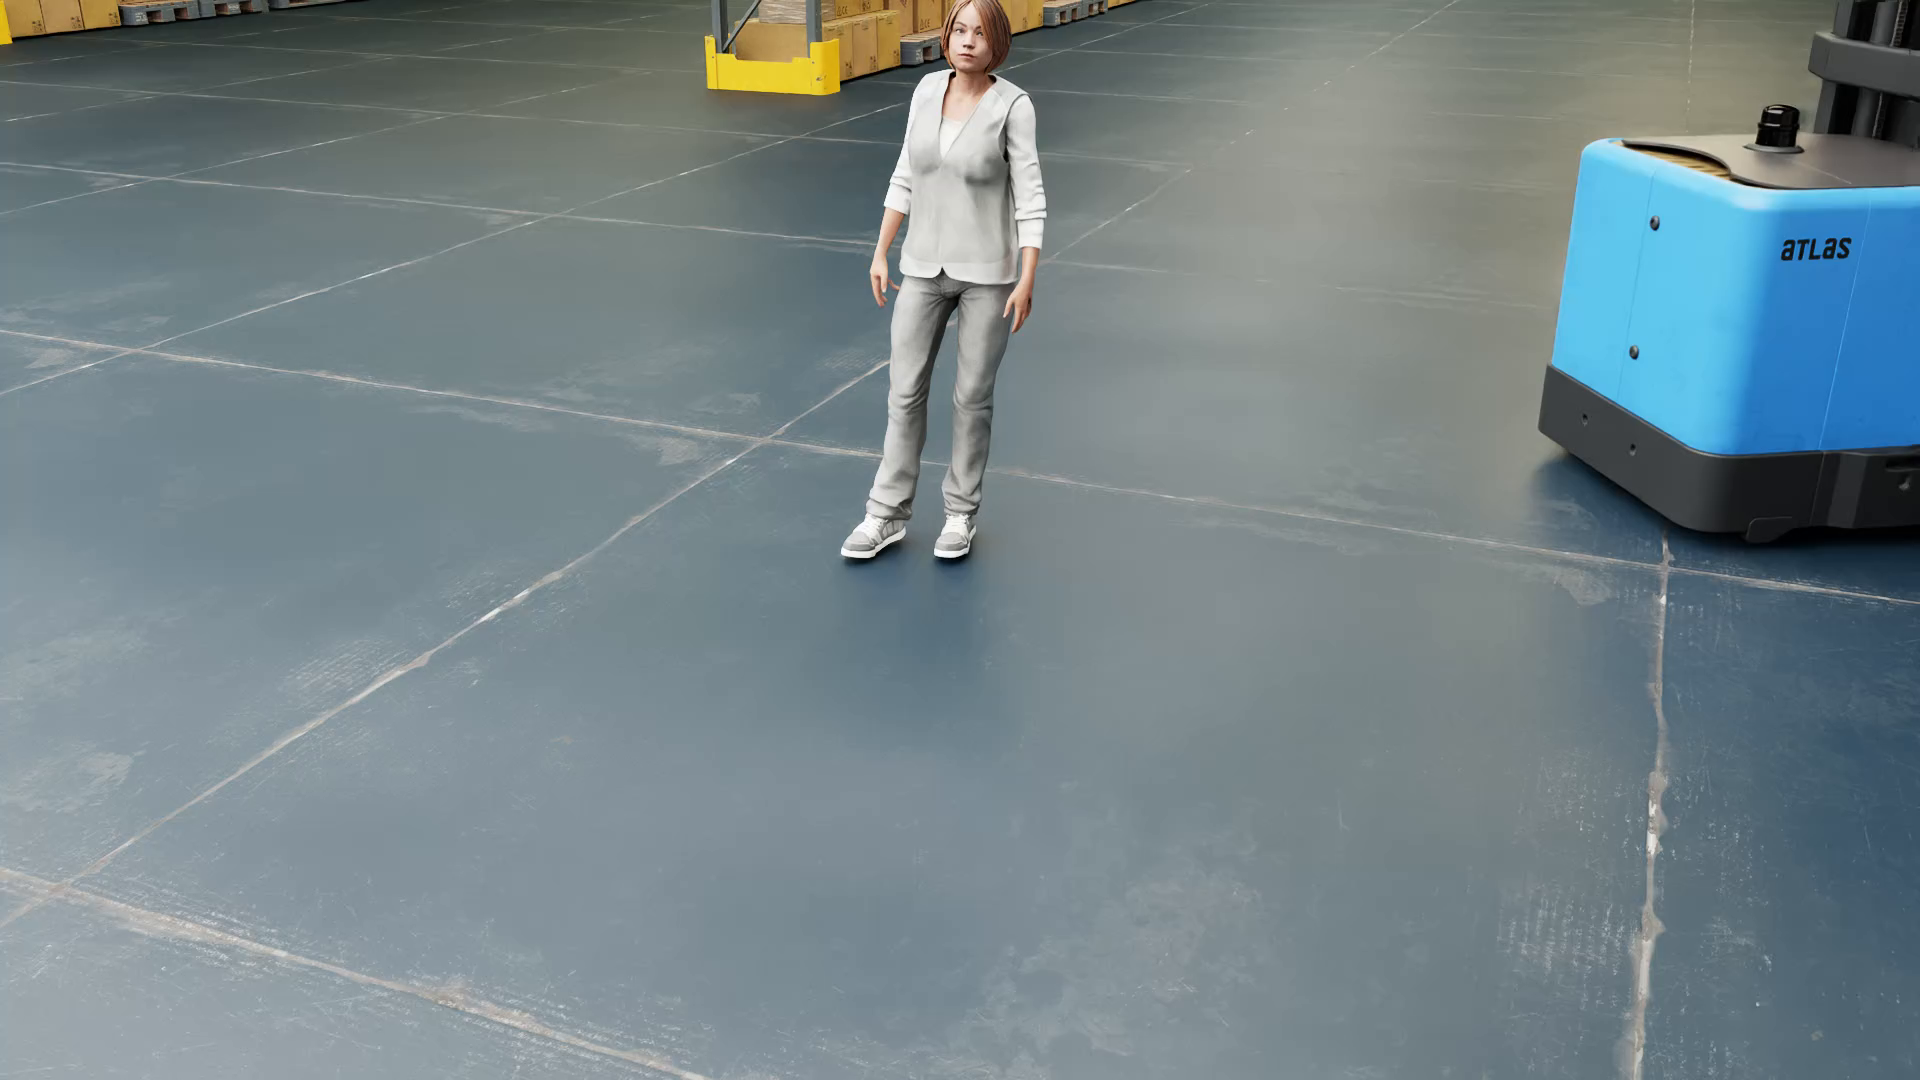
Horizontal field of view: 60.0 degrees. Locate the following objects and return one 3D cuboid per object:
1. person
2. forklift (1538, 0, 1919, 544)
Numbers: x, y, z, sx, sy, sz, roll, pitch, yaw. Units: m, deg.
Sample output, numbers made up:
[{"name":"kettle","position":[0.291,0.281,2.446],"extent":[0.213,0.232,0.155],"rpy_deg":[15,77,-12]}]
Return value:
[{"name":"person","position":[-0.041,-0.719,4.724],"extent":[0.521,1.596,0.475],"rpy_deg":[9,24,21]},{"name":"forklift","position":[3.589,-1.591,5.100],"extent":[3.031,2.935,1.130],"rpy_deg":[-3,23,-8]}]
